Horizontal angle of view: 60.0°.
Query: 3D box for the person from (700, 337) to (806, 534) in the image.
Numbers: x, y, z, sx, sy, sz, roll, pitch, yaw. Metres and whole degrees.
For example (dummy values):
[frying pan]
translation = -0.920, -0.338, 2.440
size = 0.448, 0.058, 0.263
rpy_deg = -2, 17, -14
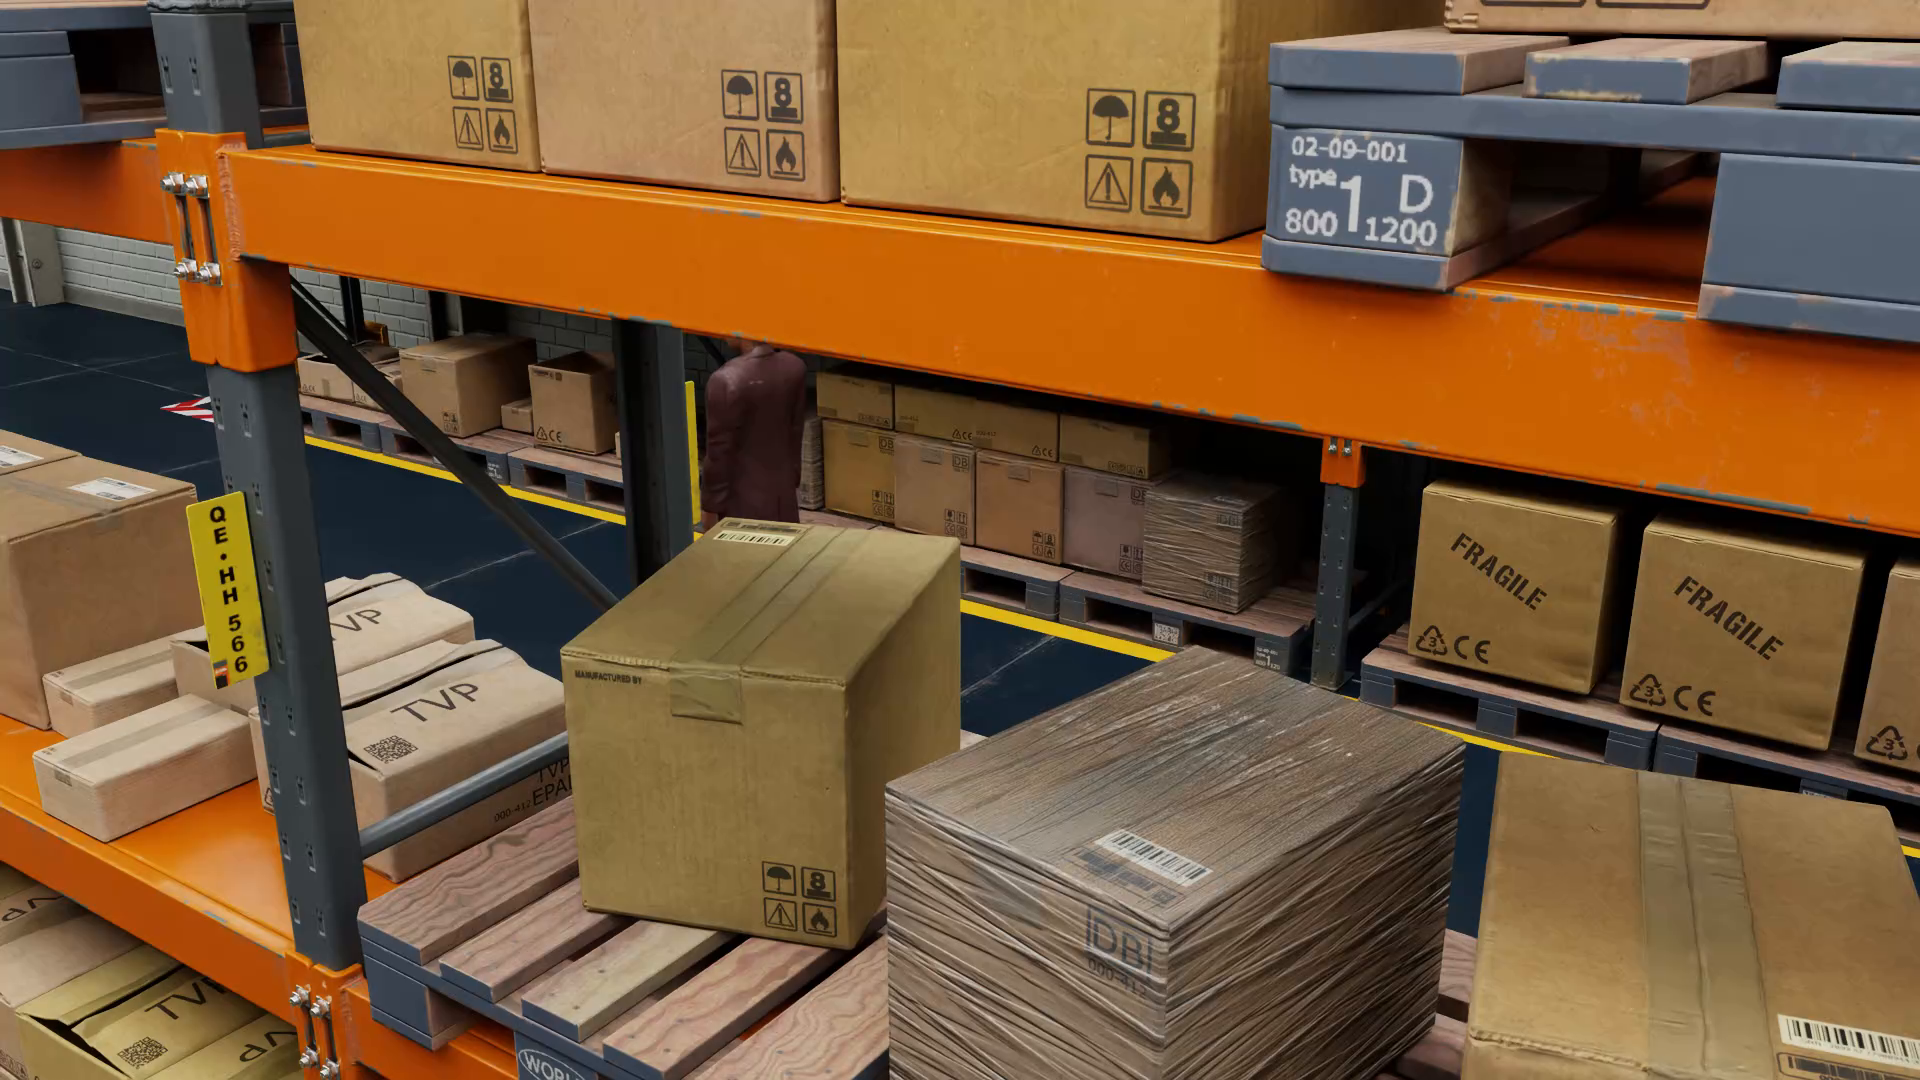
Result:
[person]
translation = -0.899, -0.171, 7.089
size = 0.387, 1.784, 0.563
rpy_deg = 13, 24, 33
